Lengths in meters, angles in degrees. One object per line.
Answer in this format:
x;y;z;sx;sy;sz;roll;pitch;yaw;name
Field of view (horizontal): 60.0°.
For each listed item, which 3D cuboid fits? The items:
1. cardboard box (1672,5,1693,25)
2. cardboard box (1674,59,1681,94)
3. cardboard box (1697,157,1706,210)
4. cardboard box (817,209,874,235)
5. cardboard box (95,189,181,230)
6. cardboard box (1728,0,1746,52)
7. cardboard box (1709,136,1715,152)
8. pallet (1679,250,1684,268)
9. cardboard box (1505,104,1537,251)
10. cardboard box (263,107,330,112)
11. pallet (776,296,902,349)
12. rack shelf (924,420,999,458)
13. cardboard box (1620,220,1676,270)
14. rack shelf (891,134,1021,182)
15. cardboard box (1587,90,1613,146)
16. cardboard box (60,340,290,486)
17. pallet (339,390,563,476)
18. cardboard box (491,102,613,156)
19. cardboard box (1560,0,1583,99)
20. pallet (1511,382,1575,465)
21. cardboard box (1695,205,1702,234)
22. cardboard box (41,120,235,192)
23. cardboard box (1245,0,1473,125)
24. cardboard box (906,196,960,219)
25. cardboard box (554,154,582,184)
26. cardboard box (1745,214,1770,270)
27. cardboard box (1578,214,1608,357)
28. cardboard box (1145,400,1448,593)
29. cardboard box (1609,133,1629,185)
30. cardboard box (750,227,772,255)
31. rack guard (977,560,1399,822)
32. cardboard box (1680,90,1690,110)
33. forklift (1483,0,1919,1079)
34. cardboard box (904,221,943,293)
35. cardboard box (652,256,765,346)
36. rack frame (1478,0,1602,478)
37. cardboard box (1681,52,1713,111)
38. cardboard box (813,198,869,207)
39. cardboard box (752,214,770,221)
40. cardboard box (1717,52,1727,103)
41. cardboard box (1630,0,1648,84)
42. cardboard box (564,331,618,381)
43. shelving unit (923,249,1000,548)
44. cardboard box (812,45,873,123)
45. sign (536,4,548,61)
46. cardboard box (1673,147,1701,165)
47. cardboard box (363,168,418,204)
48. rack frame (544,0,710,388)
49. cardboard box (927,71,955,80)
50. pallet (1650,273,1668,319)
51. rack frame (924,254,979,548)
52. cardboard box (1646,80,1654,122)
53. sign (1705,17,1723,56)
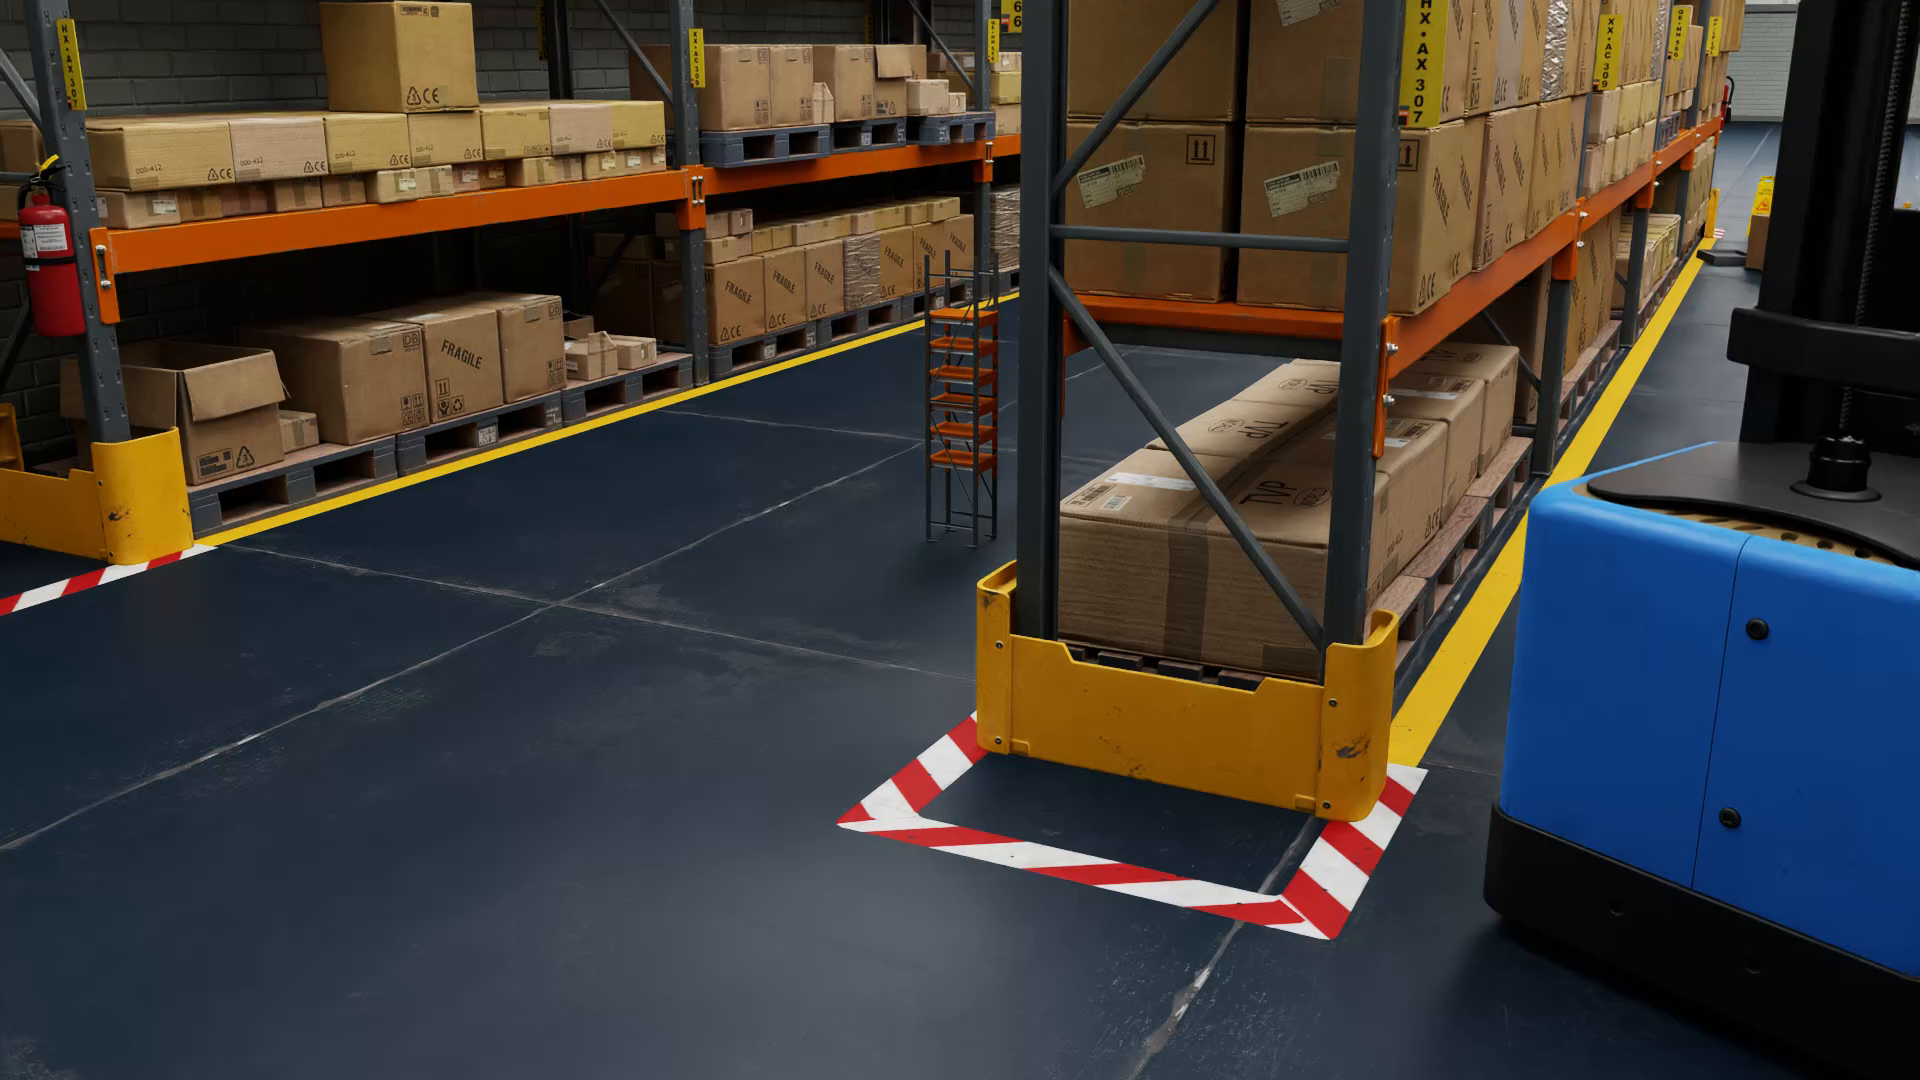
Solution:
5.598;-4.160;13.186;0.380;0.149;0.250;7;18;23;cardboard box
5.078;-3.581;12.378;0.500;0.500;0.500;8;19;26;cardboard box
6.967;-3.482;16.253;0.500;0.500;0.500;9;19;28;cardboard box
-0.841;-2.287;11.969;0.380;0.149;0.250;7;18;23;cardboard box
-3.412;-1.356;6.762;0.380;0.149;0.250;8;18;25;cardboard box
7.386;-5.113;16.517;0.700;0.500;0.500;8;18;25;cardboard box
7.559;-4.087;17.150;0.380;0.149;0.250;9;19;27;cardboard box
6.268;-2.692;15.718;1.003;0.211;1.213;8;18;25;pallet
1.762;-1.320;6.024;0.500;0.500;0.500;9;19;27;cardboard box
-3.146;-2.039;8.361;0.500;0.250;0.500;8;18;25;cardboard box
-1.144;-1.633;12.153;1.003;0.211;1.213;8;18;25;pallet
0.006;-0.421;6.913;0.258;0.103;0.180;8;18;25;rack shelf
5.449;-2.477;13.975;0.950;0.372;0.625;9;19;29;cardboard box
0.664;-3.630;15.240;1.077;0.370;4.000;8;18;25;rack shelf
2.874;-2.060;8.076;0.500;0.250;0.500;8;18;24;cardboard box
-3.446;-0.576;7.341;0.797;0.503;0.637;7;18;23;cardboard box
-2.869;-0.623;8.750;1.003;0.211;1.213;8;18;25;pallet
-2.237;-2.227;8.994;0.500;0.250;0.500;8;18;26;cardboard box
2.227;-2.059;6.758;0.500;0.500;0.500;8;18;25;cardboard box
2.702;-0.685;8.960;1.003;0.211;1.213;8;18;25;pallet
7.199;-3.250;16.791;0.500;0.250;0.500;7;18;23;cardboard box
-3.361;-1.579;6.814;0.500;0.250;0.500;8;18;26;cardboard box
1.107;-1.410;4.572;0.500;0.500;0.500;8;18;24;cardboard box
-0.224;-2.621;13.094;0.380;0.149;0.250;7;18;23;cardboard box
-2.267;-2.011;8.967;0.380;0.149;0.250;9;19;27;cardboard box
7.696;-2.756;15.421;0.500;0.500;0.500;-7;18;-22;cardboard box
3.427;-1.625;10.222;0.875;0.875;0.875;8;18;26;cardboard box
1.245;-0.185;6.141;0.875;0.438;0.875;9;19;27;cardboard box
3.331;-2.083;9.032;0.500;0.250;0.500;8;18;25;cardboard box
-1.460;-1.965;10.885;0.380;0.149;0.250;7;18;23;cardboard box
0.627;0.408;4.774;1.175;0.500;0.348;8;18;25;rack guard
5.690;-3.568;13.471;0.380;0.149;0.250;8;18;26;cardboard box
2.701;-0.643;4.042;3.031;2.935;1.130;-13;21;-37;forklift
-0.459;-2.207;12.839;0.500;0.500;0.500;8;18;25;cardboard box
-1.600;-1.544;10.606;0.500;0.500;0.500;9;19;28;cardboard box
2.425;-1.816;7.869;1.000;3.000;0.127;8;18;25;rack frame
6.446;-4.120;14.931;0.500;0.500;0.500;8;18;25;cardboard box
-0.924;-2.548;12.848;0.380;0.149;0.250;8;18;26;cardboard box
-1.570;-2.226;11.763;0.380;0.149;0.250;8;18;26;cardboard box
7.563;-4.762;17.092;0.500;0.500;0.500;8;18;25;cardboard box
3.533;-2.811;9.290;0.500;0.500;0.500;8;18;24;cardboard box
-2.163;-1.067;9.412;0.396;0.266;0.258;9;19;27;cardboard box
0.006;-0.579;6.866;0.258;1.200;0.189;8;18;25;shelving unit
-1.019;-3.122;11.354;0.700;0.500;0.500;8;18;25;cardboard box
-2.515;-3.071;10.062;0.100;0.325;0.005;8;18;25;sign
6.615;-3.547;15.334;0.380;0.149;0.250;8;18;26;cardboard box
-2.792;-1.678;7.845;0.380;0.149;0.250;8;18;24;cardboard box
-2.017;-2.446;9.992;1.000;3.000;0.127;8;18;25;rack frame
-0.278;-3.783;13.877;0.500;0.250;0.500;9;19;27;cardboard box
5.109;-2.006;13.408;1.003;0.211;1.213;8;18;25;pallet
-0.034;-0.556;6.787;0.240;1.200;0.006;8;18;25;rack frame
3.998;-2.715;10.284;0.500;0.250;0.500;8;18;24;cardboard box
6.498;-4.339;14.330;0.100;0.325;0.005;8;18;25;sign
